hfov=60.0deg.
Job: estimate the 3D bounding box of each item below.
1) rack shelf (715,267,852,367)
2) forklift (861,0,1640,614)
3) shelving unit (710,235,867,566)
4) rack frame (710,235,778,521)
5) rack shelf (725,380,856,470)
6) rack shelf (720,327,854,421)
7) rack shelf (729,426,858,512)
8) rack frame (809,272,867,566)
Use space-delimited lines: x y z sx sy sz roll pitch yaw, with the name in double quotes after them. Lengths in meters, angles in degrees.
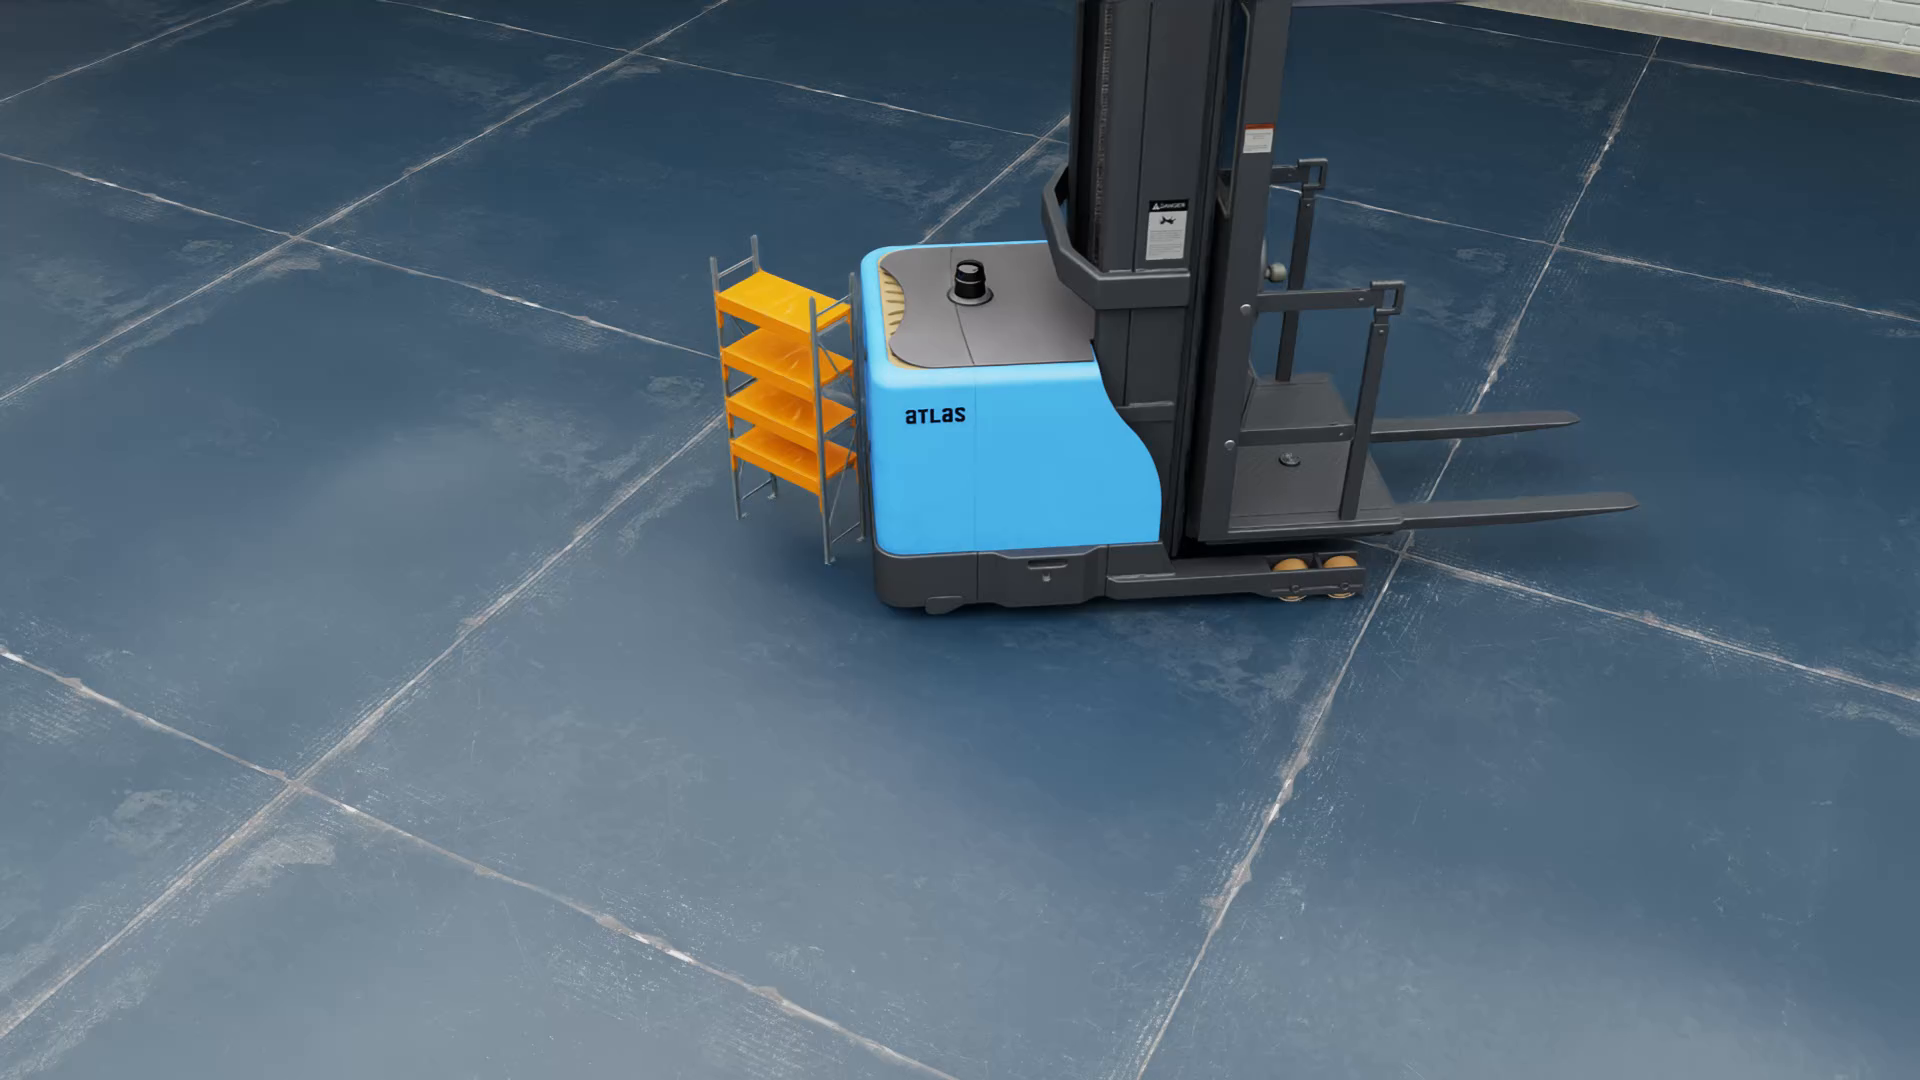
-0.651 -0.838 6.212 0.480 0.148 0.258 25 44 29 "rack shelf"
1.148 -1.247 5.968 3.031 2.935 1.130 -3 37 -4 "forklift"
-0.651 -0.525 6.450 0.503 1.200 0.258 25 44 29 "shelving unit"
-0.845 -0.616 6.569 0.015 1.200 0.240 25 44 29 "rack frame"
-0.651 -0.472 6.490 0.480 0.148 0.258 25 44 29 "rack shelf"
-0.651 -0.650 6.355 0.480 0.148 0.258 25 44 29 "rack shelf"
-0.651 -0.314 6.611 0.480 0.148 0.258 25 44 29 "rack shelf"
-0.458 -0.435 6.331 0.015 1.200 0.240 25 44 29 "rack frame"
